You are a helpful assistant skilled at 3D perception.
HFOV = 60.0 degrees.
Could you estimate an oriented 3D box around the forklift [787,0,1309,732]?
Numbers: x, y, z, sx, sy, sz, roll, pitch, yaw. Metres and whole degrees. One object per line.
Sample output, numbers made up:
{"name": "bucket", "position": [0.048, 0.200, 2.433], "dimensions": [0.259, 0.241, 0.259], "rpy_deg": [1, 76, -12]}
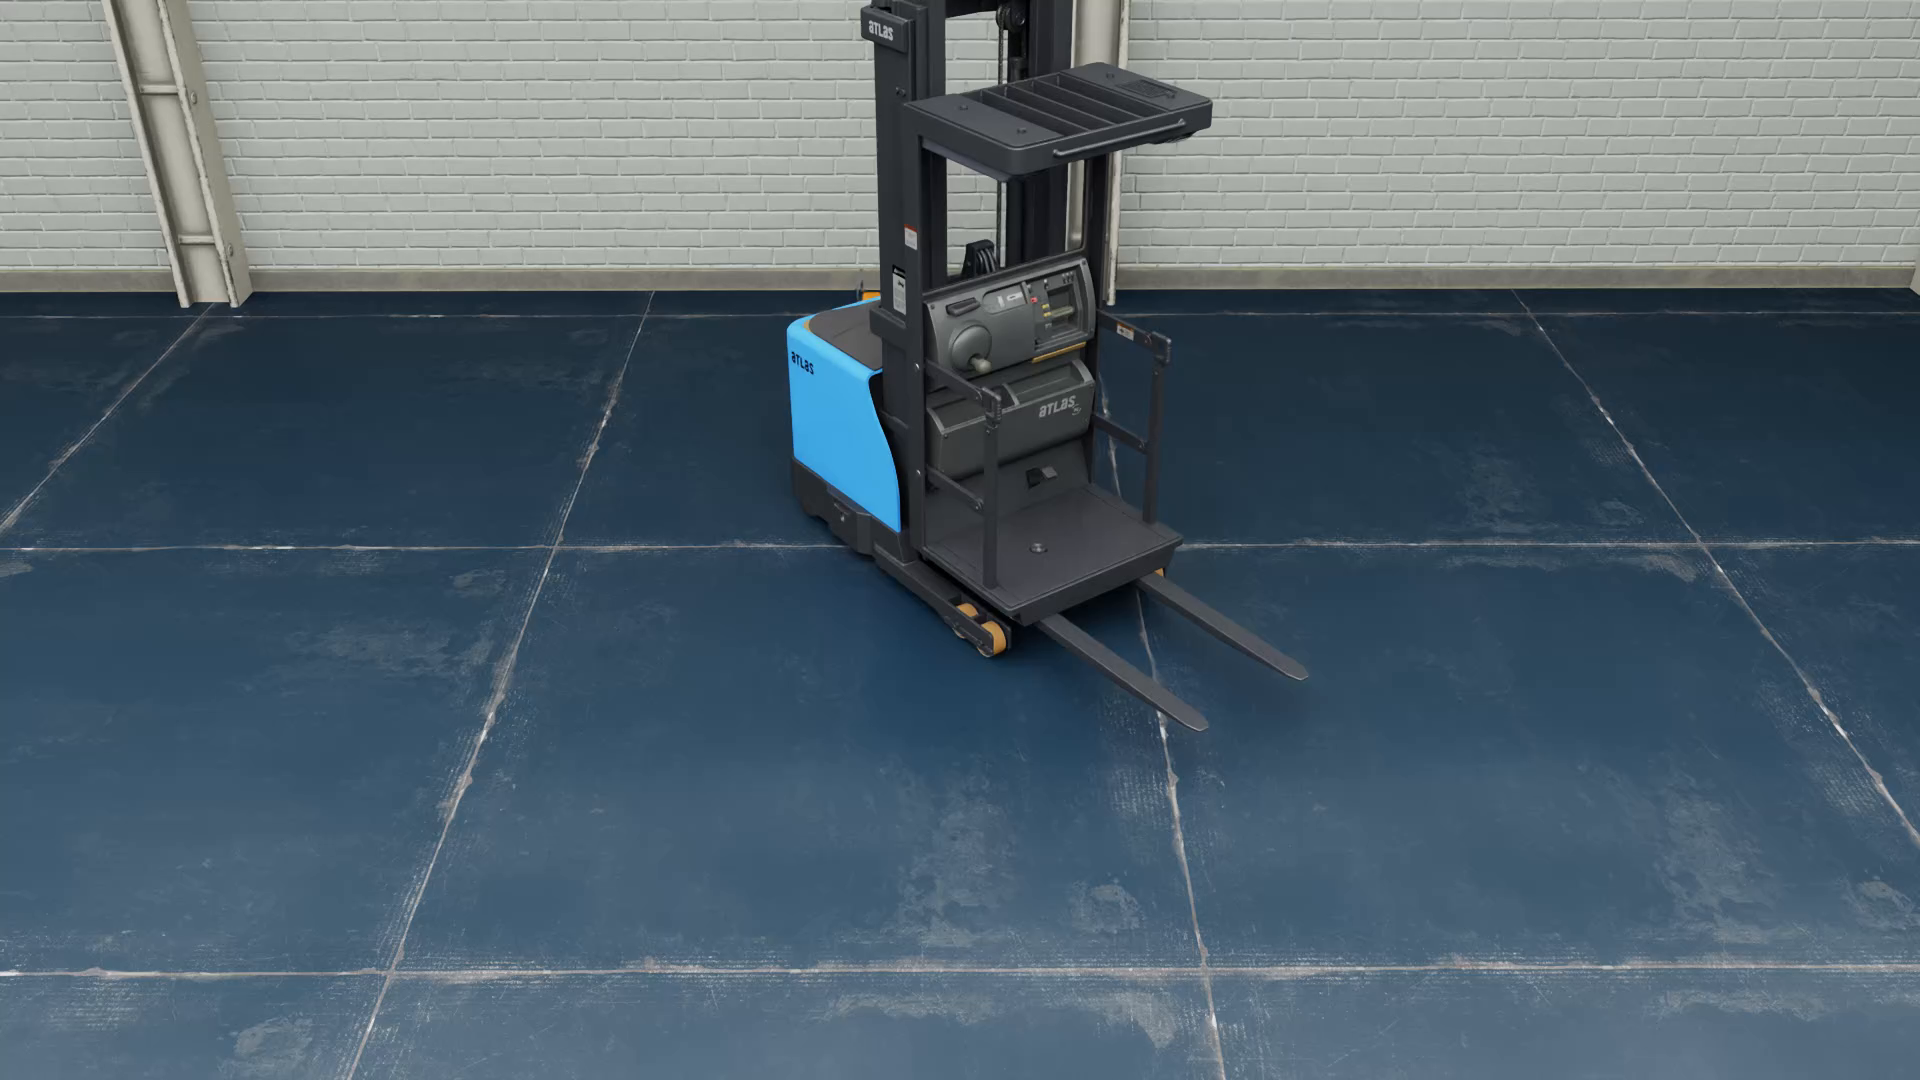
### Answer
{"name": "forklift", "position": [0.375, -0.991, 7.558], "dimensions": [1.130, 2.935, 3.031], "rpy_deg": [-21, 37, -31]}

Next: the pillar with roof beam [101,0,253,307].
{"name": "pillar with roof beam", "position": [-5.109, -3.287, 5.492], "dimensions": [0.400, 9.000, 9.100], "rpy_deg": [0, 31, 0]}

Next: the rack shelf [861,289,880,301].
{"name": "rack shelf", "position": [-0.426, -1.232, 9.229], "dimensions": [0.240, 0.259, 0.215], "rpy_deg": [1, 30, 5]}

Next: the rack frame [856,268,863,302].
{"name": "rack frame", "position": [-0.540, -0.997, 9.374], "dimensions": [0.008, 1.050, 0.200], "rpy_deg": [1, 30, 5]}

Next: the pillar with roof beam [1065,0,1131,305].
{"name": "pillar with roof beam", "position": [0.891, -3.306, 5.523], "dimensions": [0.400, 9.000, 9.100], "rpy_deg": [0, 31, 0]}

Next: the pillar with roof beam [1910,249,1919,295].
{"name": "pillar with roof beam", "position": [6.891, -3.324, 5.554], "dimensions": [0.400, 9.000, 9.100], "rpy_deg": [0, 31, 0]}

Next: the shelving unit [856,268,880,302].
{"name": "shelving unit", "position": [-0.418, -0.994, 9.364], "dimensions": [0.252, 1.050, 0.215], "rpy_deg": [1, 30, 5]}
